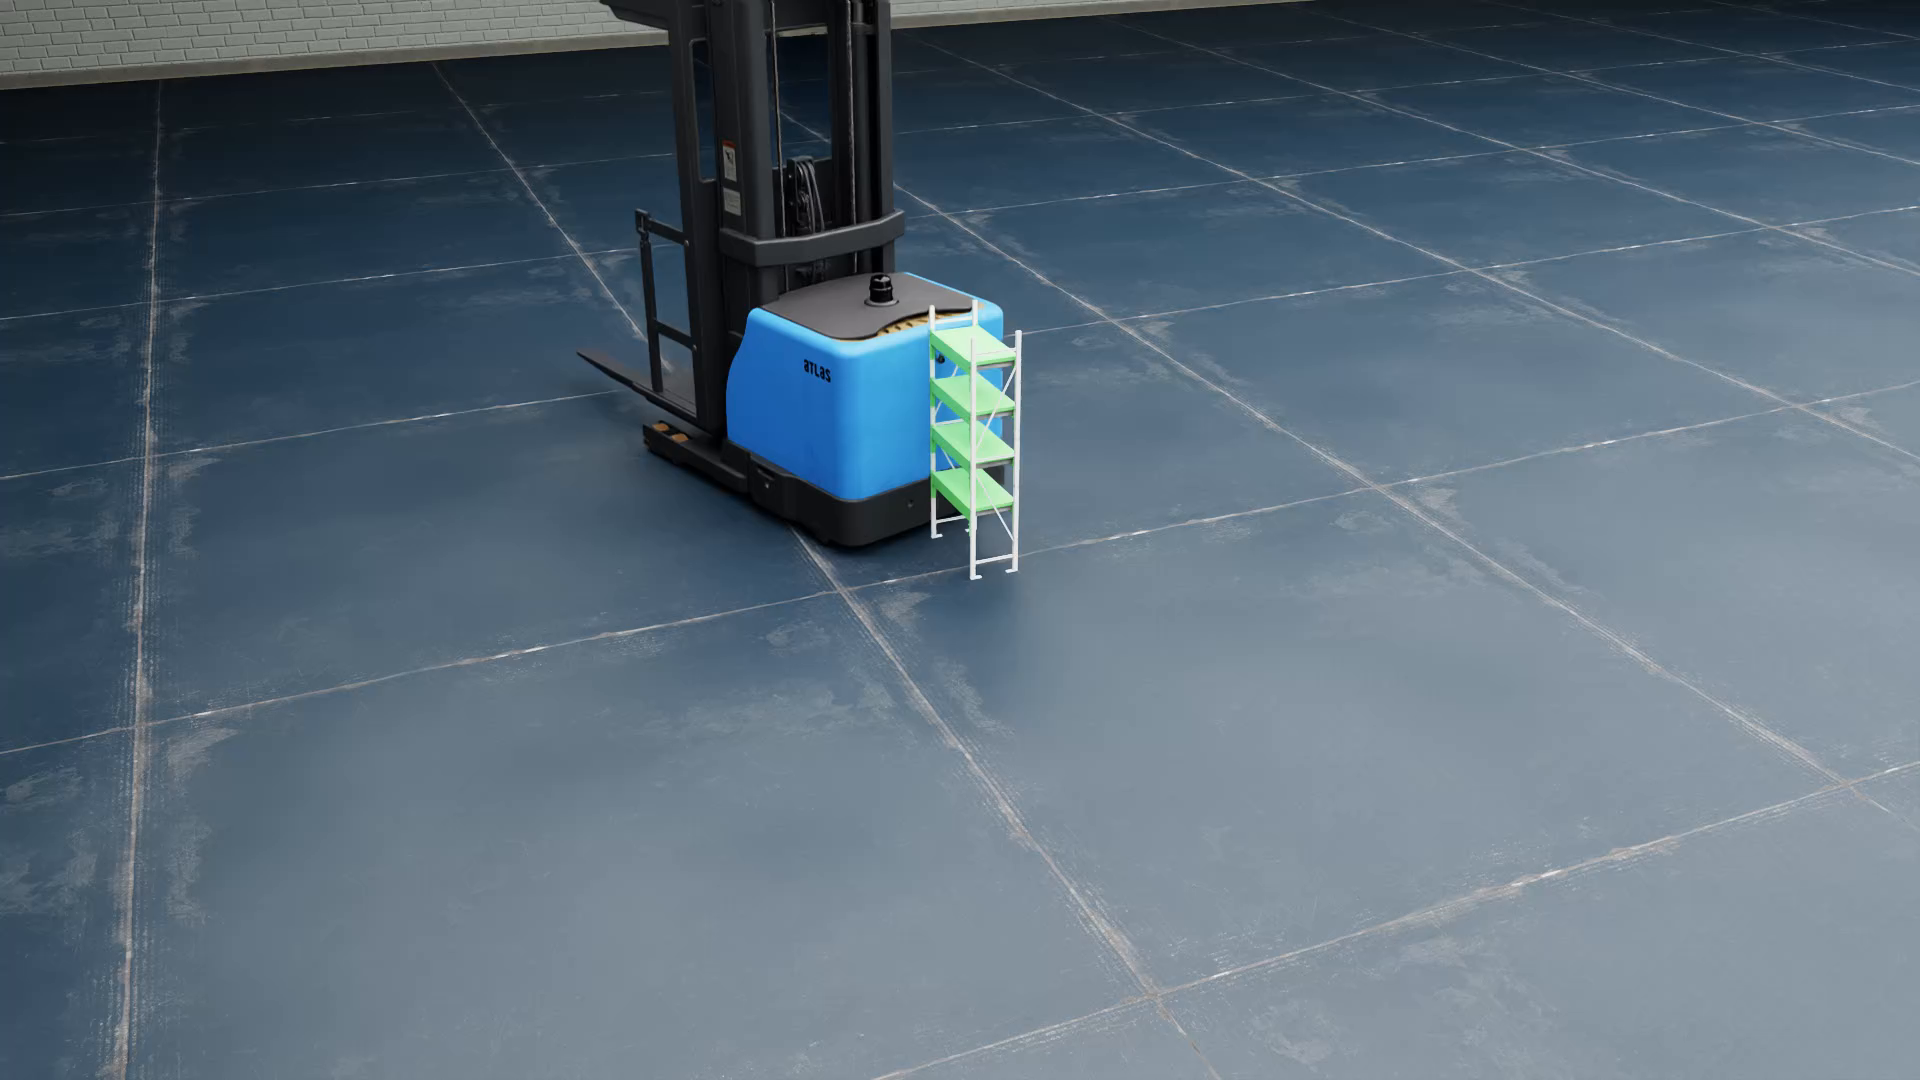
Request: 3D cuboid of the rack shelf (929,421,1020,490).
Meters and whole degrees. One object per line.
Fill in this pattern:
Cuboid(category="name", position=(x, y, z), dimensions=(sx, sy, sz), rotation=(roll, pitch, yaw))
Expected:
Cuboid(category="rack shelf", position=(0.065, -0.415, 7.878), dimensions=(0.258, 0.148, 0.480), rotation=(-11, 28, -21))

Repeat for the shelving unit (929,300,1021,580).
Cuboid(category="shelving unit", position=(0.065, -0.472, 7.850), dimensions=(0.258, 1.200, 0.503), rotation=(-11, 28, -21))

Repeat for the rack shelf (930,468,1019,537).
Cuboid(category="rack shelf", position=(0.065, -0.199, 7.983), dimensions=(0.258, 0.148, 0.480), rotation=(-11, 28, -21))

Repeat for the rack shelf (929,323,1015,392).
Cuboid(category="rack shelf", position=(0.065, -0.846, 7.667), dimensions=(0.258, 0.148, 0.480), rotation=(-11, 28, -21))

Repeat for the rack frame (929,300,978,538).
Cuboid(category="rack frame", position=(-0.031, -0.571, 8.052), dimensions=(0.240, 1.200, 0.015), rotation=(-11, 28, -21))

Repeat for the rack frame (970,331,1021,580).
Cuboid(category="rack frame", position=(0.160, -0.374, 7.648), dimensions=(0.240, 1.200, 0.015), rotation=(-11, 28, -21))

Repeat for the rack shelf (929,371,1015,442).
Cuboid(category="rack shelf", position=(0.065, -0.631, 7.773), dimensions=(0.258, 0.148, 0.480), rotation=(-11, 28, -21))

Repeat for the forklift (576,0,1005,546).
Cuboid(category="forklift", position=(-1.104, -1.858, 8.716), dimensions=(1.130, 2.935, 3.031), rotation=(-20, 33, -35))
